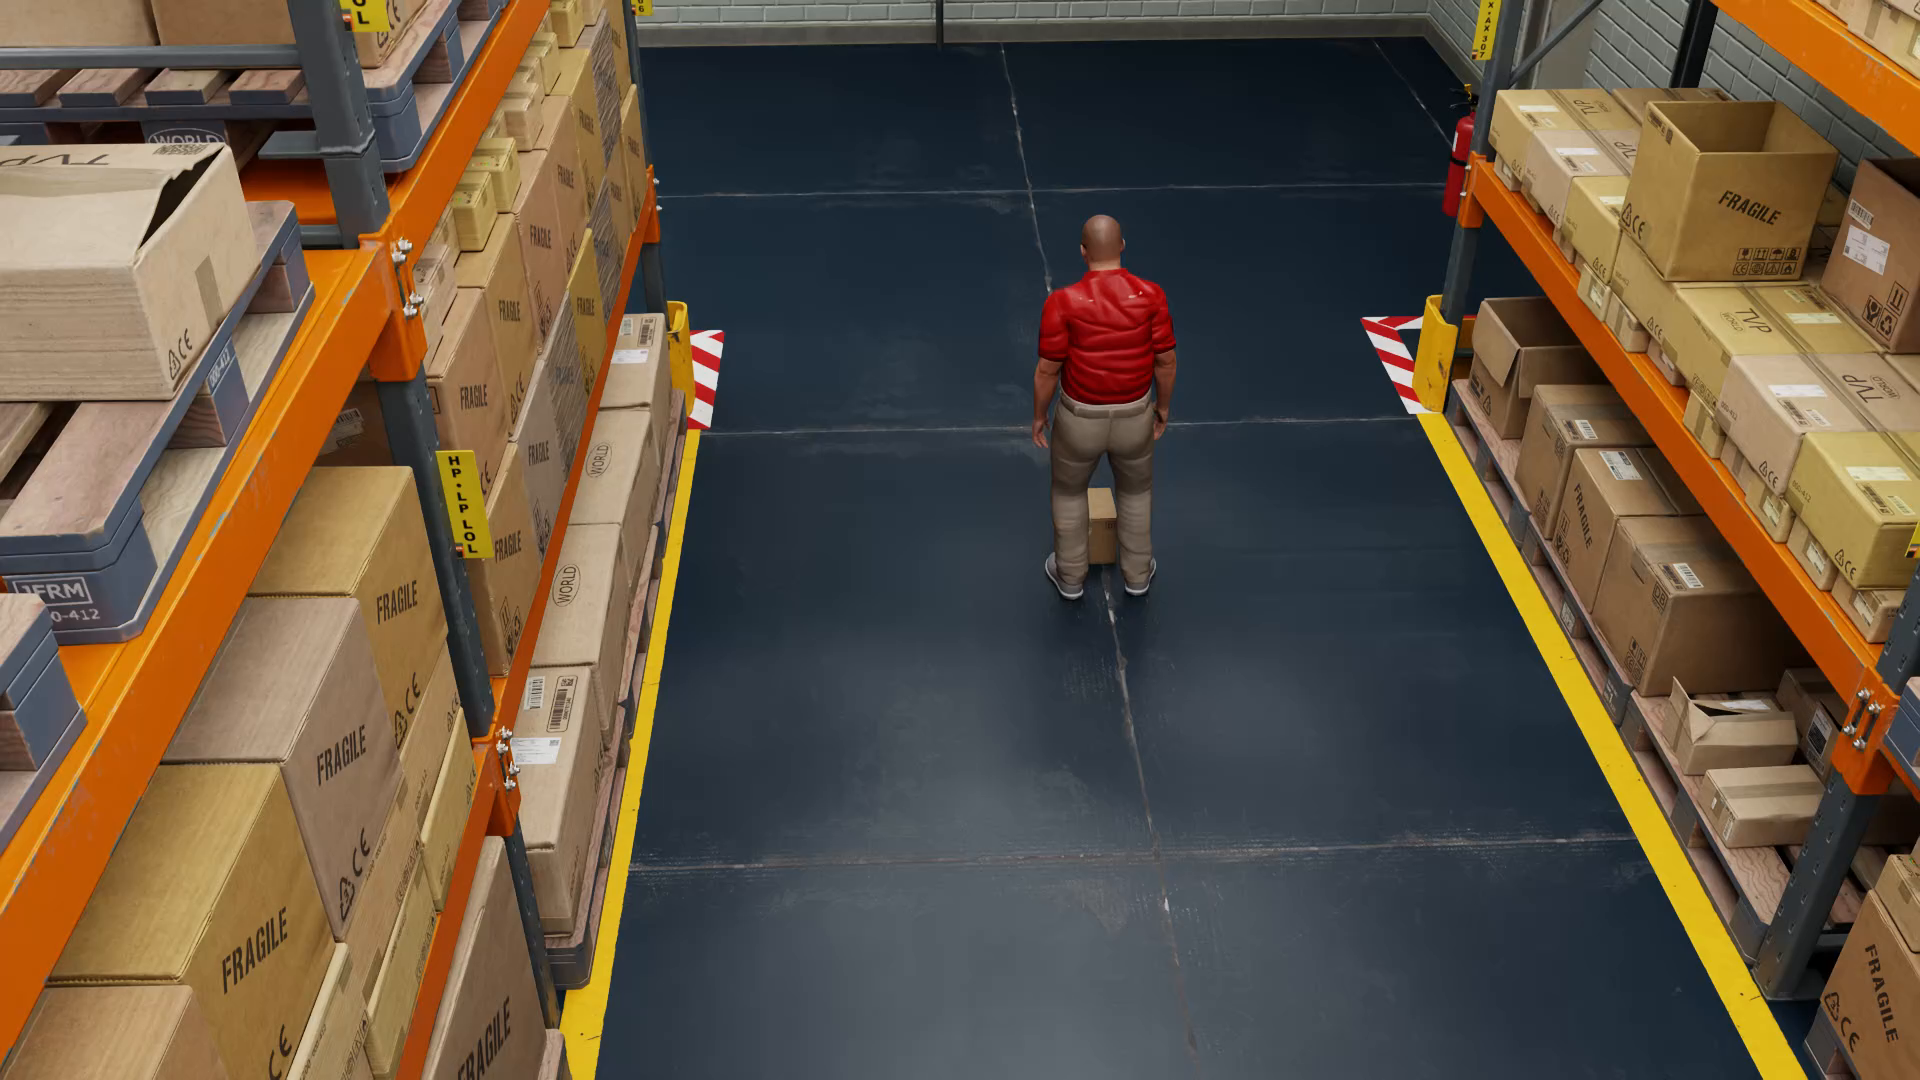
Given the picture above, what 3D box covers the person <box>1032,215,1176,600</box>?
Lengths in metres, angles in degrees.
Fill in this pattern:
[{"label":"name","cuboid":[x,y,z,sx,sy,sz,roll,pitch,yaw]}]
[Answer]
[{"label":"person","cuboid":[0.592,-0.517,6.896,0.601,1.726,0.393,-4,35,-5]}]
